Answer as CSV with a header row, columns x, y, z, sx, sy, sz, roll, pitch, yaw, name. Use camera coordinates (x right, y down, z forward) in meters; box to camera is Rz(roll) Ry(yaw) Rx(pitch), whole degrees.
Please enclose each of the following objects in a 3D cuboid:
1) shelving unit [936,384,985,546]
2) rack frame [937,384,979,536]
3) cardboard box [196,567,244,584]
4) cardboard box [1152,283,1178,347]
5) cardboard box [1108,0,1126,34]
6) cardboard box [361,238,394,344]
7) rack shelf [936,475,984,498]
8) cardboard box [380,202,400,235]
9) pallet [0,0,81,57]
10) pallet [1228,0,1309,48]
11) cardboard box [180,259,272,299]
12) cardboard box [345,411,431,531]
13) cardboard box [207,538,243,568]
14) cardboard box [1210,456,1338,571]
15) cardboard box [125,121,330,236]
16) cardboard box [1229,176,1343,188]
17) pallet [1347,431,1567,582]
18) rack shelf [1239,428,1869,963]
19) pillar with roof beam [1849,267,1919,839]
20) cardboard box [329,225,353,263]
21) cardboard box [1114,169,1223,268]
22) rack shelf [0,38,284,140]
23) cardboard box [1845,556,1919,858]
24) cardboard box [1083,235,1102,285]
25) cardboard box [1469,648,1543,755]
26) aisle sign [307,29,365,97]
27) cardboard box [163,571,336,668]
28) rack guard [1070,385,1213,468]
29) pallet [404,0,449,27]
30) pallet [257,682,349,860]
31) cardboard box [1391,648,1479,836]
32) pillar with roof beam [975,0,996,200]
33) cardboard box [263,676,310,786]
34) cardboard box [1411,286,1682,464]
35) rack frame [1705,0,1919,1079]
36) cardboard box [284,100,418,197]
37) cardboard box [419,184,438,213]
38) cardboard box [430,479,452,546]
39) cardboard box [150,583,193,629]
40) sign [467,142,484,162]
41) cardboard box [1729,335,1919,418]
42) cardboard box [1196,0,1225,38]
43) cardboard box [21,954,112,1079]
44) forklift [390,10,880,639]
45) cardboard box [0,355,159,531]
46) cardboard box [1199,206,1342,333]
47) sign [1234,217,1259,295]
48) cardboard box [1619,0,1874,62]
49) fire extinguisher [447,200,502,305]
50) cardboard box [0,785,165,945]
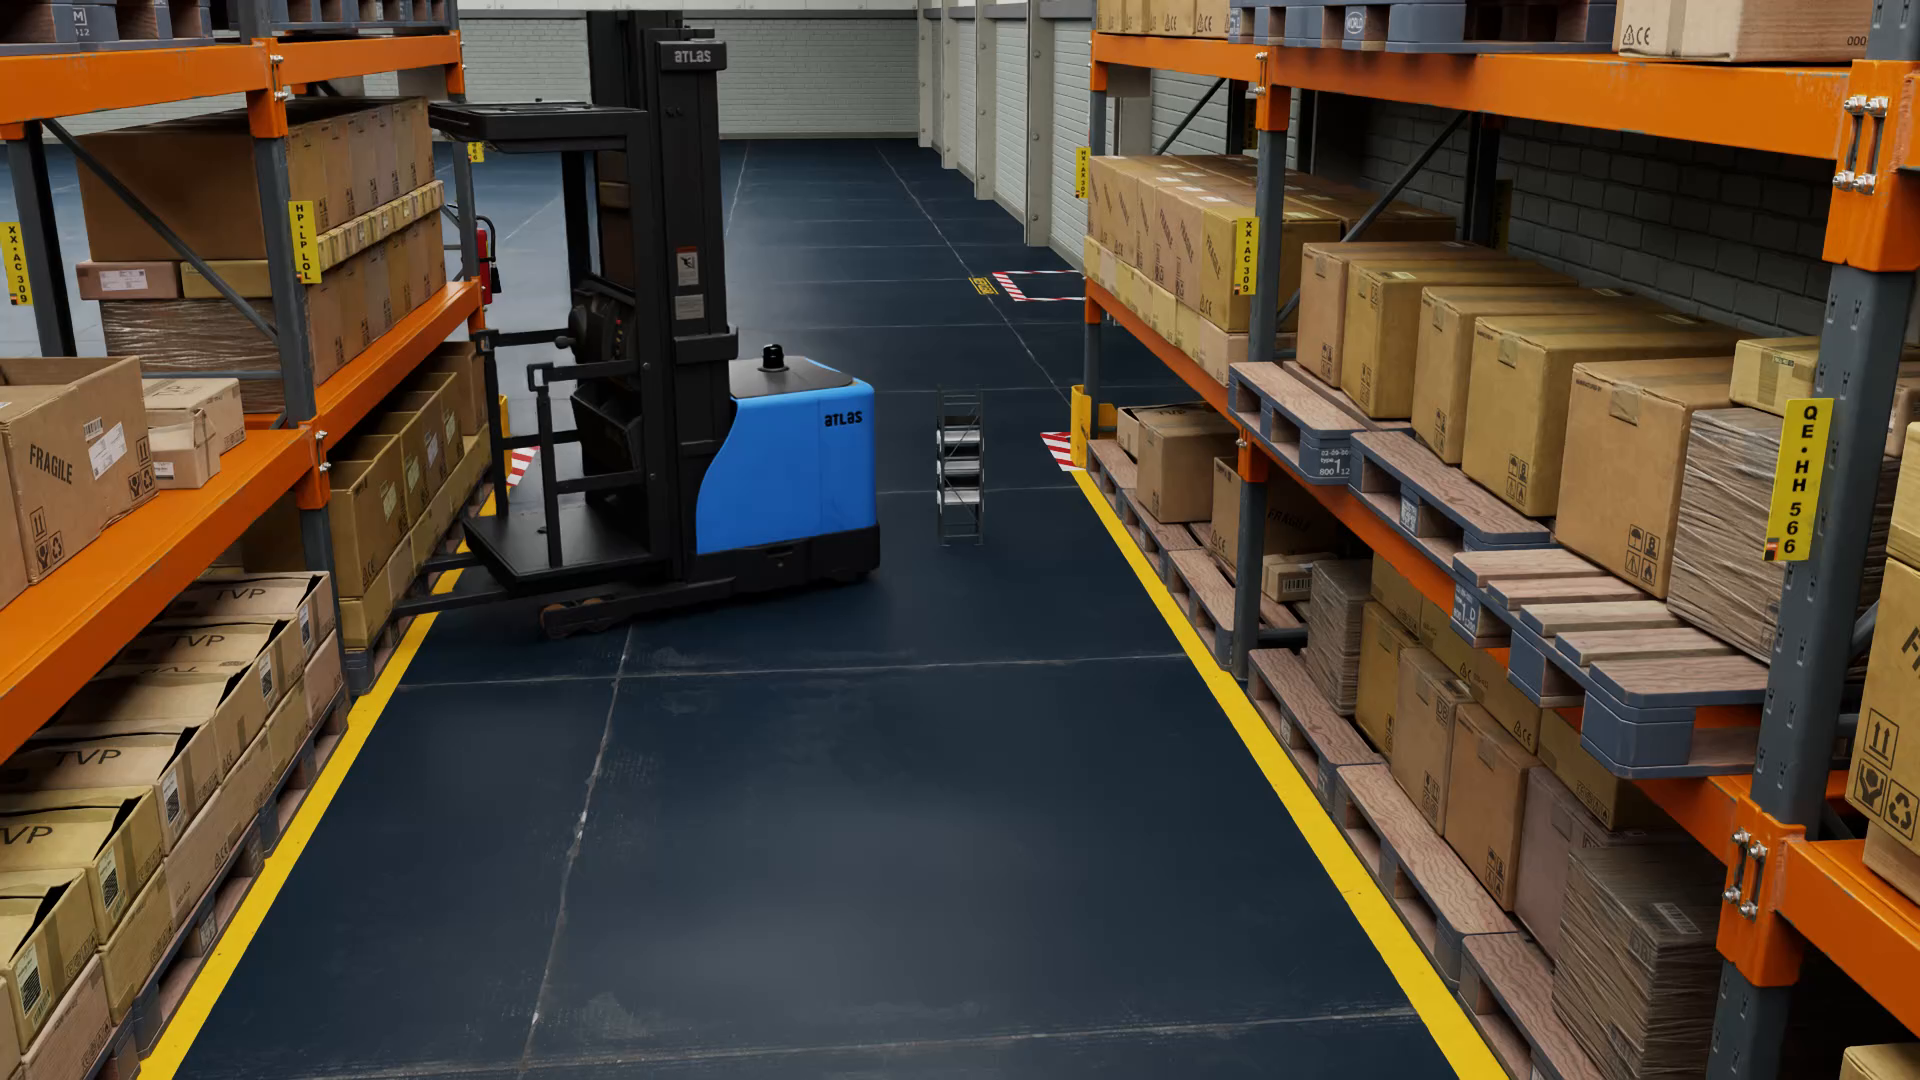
x,y,z,sx,sy,sz,roll,pitch,yaw,name
0.001,-0.427,9.535,0.258,0.900,0.210,-2,18,-6,shelving unit
-0.010,-0.457,9.631,0.240,0.900,0.006,-2,18,-6,rack frame
-3.433,0.322,7.531,0.500,0.250,0.500,-2,18,-6,cardboard box
1.299,-1.180,8.643,0.500,0.250,0.500,-2,18,-6,cardboard box
1.153,-3.223,9.729,0.500,0.500,0.500,-1,17,-2,cardboard box
-3.382,-1.296,8.632,0.700,0.500,0.500,-1,17,-4,cardboard box
0.001,-0.309,9.572,0.258,0.077,0.200,-2,18,-6,rack shelf
-3.216,-1.713,8.875,0.380,0.149,0.250,-1,17,-4,cardboard box
-3.032,-1.339,4.243,1.003,0.211,1.213,-1,17,-3,pallet
1.717,-1.966,6.237,1.213,0.211,1.003,-2,18,-6,pallet
-3.002,-1.101,6.926,0.380,0.149,0.250,-2,18,-6,cardboard box
-3.007,-0.350,8.420,0.500,0.500,0.500,-2,18,-6,cardboard box
-3.473,-0.185,7.895,0.500,0.500,0.500,-2,18,-6,cardboard box
1.613,-0.137,8.544,0.500,0.500,0.500,-3,18,-10,cardboard box
-3.273,-1.607,7.455,0.700,0.500,0.500,-2,18,-6,cardboard box
1.759,-1.711,9.085,0.500,0.500,0.500,-2,17,-5,cardboard box
1.927,-0.117,5.362,1.003,0.211,1.213,-2,18,-6,pallet
1.966,0.127,5.465,1.077,0.370,4.000,-2,18,-6,rack shelf
-1.384,-2.763,3.456,9.100,9.000,0.400,-2,18,-6,pillar with roof beam
-3.109,-1.405,7.895,0.380,0.149,0.250,-2,18,-7,cardboard box
1.185,-1.846,9.514,0.500,0.500,0.500,-2,18,-7,cardboard box
-2.961,-1.150,4.524,1.077,0.370,4.000,-2,18,-6,rack shelf
1.968,0.333,2.910,0.500,0.500,0.500,-1,17,-4,cardboard box
1.081,-1.786,10.576,0.500,0.250,0.500,-2,18,-7,cardboard box
1.991,0.467,5.368,0.500,0.250,0.500,-2,18,-6,cardboard box
-3.891,-3.100,10.203,0.394,0.787,0.004,-2,18,-6,aisle sign
-2.840,0.298,6.673,0.500,0.311,0.500,-2,18,-6,cardboard box
1.355,-0.788,11.353,1.175,0.500,0.348,-2,18,-6,rack guard
-3.533,-3.027,9.450,1.003,0.211,1.213,-2,18,-6,pallet
-3.053,0.891,6.486,1.003,0.211,1.213,-2,18,-6,pallet
1.968,0.695,5.893,0.700,0.500,0.500,-2,17,-5,cardboard box
-3.859,-9.914,26.231,9.100,9.000,0.400,-2,18,-6,pillar with roof beam
-2.786,0.719,6.268,0.500,0.250,0.500,-2,18,-6,cardboard box
1.928,-0.555,5.535,0.700,0.500,0.500,1,17,2,cardboard box
2.169,0.380,3.459,0.949,2.616,0.053,-2,18,-6,rack frame
-3.479,-2.204,9.358,0.700,0.500,0.500,-2,18,-7,cardboard box
-3.323,-2.021,9.856,0.380,0.149,0.250,-1,17,-4,cardboard box
-3.064,-0.141,9.007,0.500,0.250,0.500,-2,18,-6,cardboard box
-3.373,0.317,6.612,0.500,0.311,0.500,-2,18,-5,cardboard box
-3.039,-2.527,10.391,0.100,0.325,0.005,-2,18,-6,sign
2.059,-0.384,3.909,0.380,0.149,0.250,-5,18,-15,cardboard box
1.422,-2.594,7.724,0.500,0.500,0.500,-3,18,-10,cardboard box
-2.569,1.331,4.320,0.500,0.250,0.500,-2,18,-7,cardboard box
-1.972,-1.095,8.273,3.031,2.935,1.130,-10,20,-28,forklift
-3.050,-0.319,5.519,0.500,0.500,0.500,-1,17,-2,cardboard box
1.403,-1.239,7.580,0.500,0.500,0.500,-2,18,-6,cardboard box
1.221,-1.206,7.065,0.100,0.325,0.005,-2,18,-6,sign
1.829,-1.224,3.677,0.500,0.311,0.500,-2,18,-6,cardboard box
-3.130,-1.862,10.729,0.296,0.674,0.183,-2,18,-6,fire extinguisher
-2.630,0.905,4.741,0.500,0.311,0.500,-2,18,-7,cardboard box
